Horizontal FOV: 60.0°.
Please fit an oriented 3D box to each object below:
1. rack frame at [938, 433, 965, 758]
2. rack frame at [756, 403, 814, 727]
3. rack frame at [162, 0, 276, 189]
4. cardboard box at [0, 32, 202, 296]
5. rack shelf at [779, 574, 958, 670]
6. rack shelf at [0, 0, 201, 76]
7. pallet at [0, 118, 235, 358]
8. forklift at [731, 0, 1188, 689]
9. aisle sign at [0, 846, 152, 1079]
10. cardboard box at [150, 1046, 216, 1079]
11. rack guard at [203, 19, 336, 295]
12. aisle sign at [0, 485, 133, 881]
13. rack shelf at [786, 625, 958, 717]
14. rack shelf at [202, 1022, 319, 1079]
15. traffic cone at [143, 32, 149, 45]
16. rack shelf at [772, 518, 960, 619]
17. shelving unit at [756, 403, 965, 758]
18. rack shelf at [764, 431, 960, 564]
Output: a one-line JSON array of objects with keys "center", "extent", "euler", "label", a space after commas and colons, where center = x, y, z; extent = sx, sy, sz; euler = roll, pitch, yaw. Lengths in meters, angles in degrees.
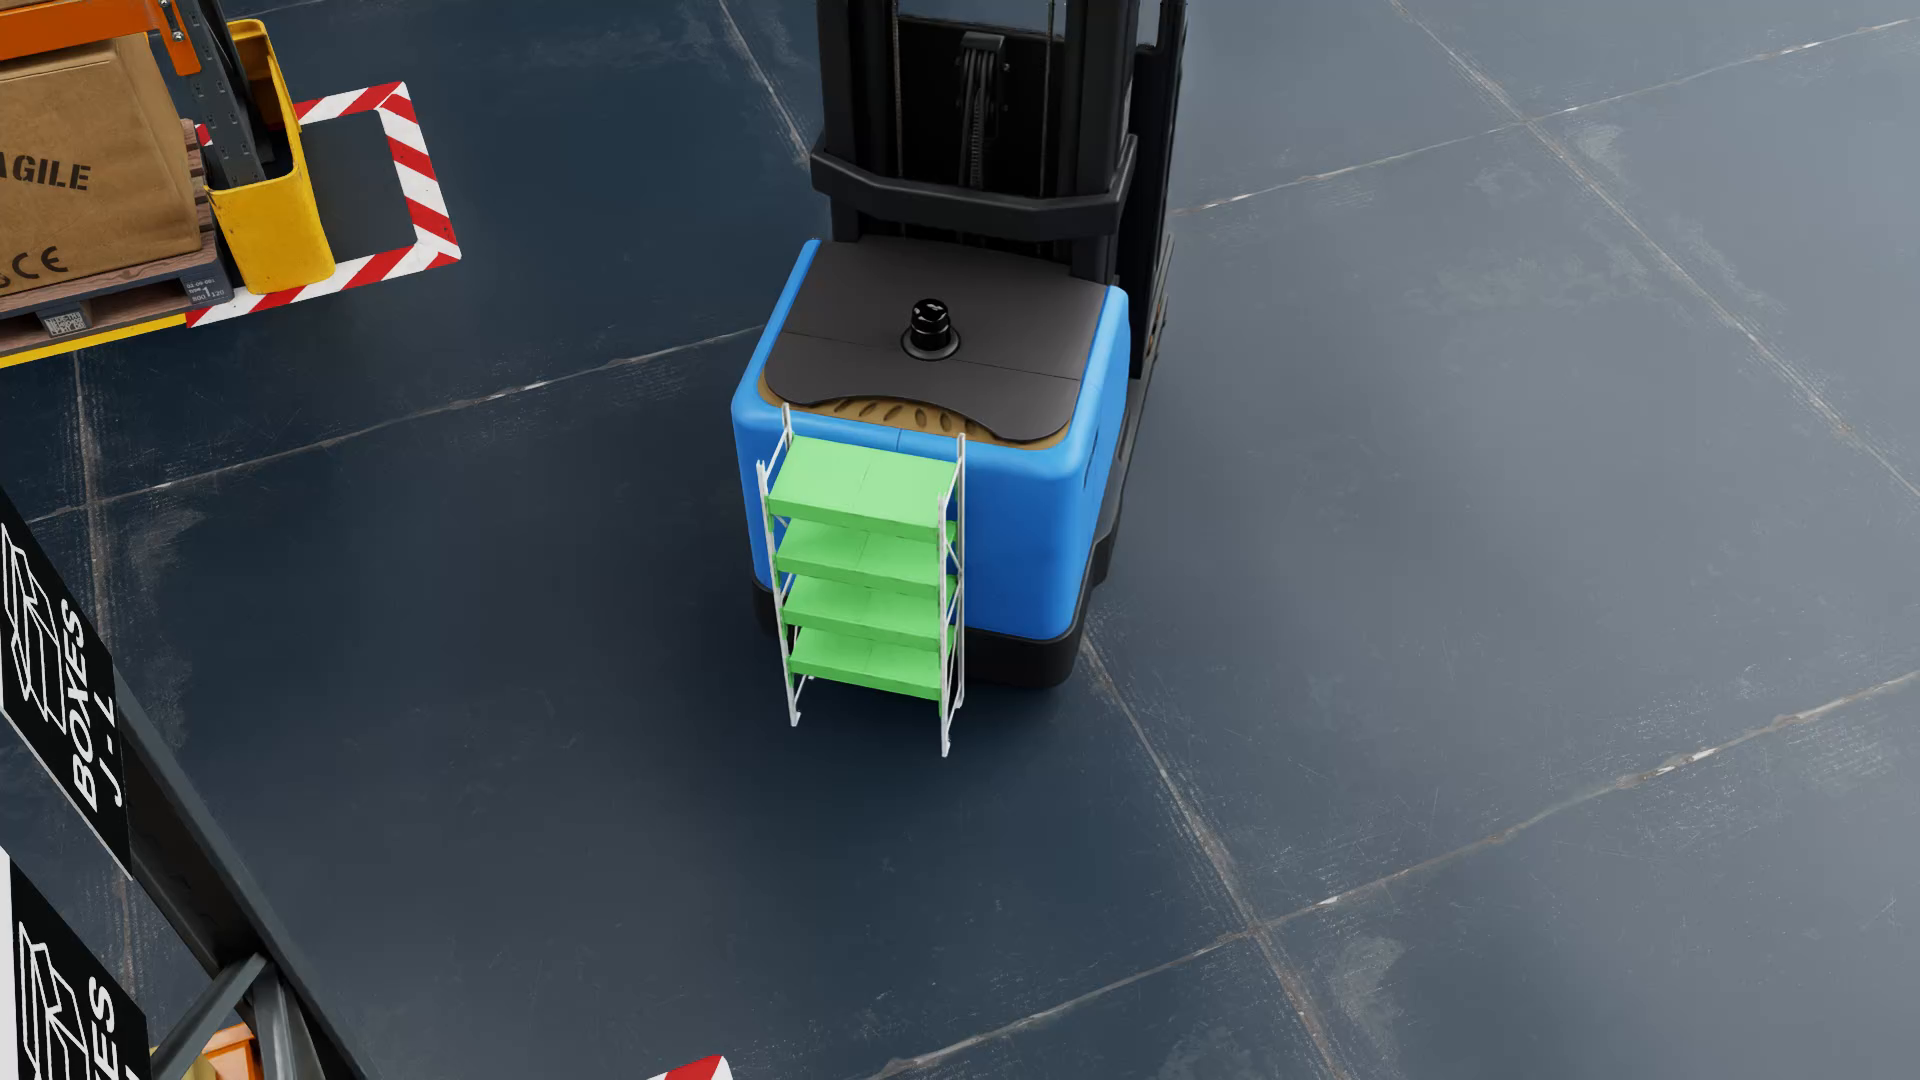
[{"center": [-0.022, 0.196, 4.791], "extent": [0.015, 1.200, 0.240], "euler": [10, 50, 9], "label": "rack frame"}, {"center": [-0.496, 0.110, 4.865], "extent": [0.015, 1.200, 0.240], "euler": [10, 50, 9], "label": "rack frame"}, {"center": [-2.892, -2.383, 5.819], "extent": [0.127, 3.000, 1.000], "euler": [-17, 52, -14], "label": "rack frame"}, {"center": [-3.495, -1.587, 6.259], "extent": [0.875, 0.875, 0.875], "euler": [-17, 51, -14], "label": "cardboard box"}, {"center": [-0.259, 0.195, 4.876], "extent": [0.480, 0.148, 0.258], "euler": [10, 50, 9], "label": "rack shelf"}, {"center": [-4.744, -1.575, 5.599], "extent": [4.000, 0.370, 1.077], "euler": [-17, 52, -14], "label": "rack shelf"}, {"center": [-3.603, -1.190, 6.633], "extent": [1.213, 0.211, 1.003], "euler": [-17, 52, -14], "label": "pallet"}, {"center": [0.176, -1.629, 5.217], "extent": [1.130, 2.935, 3.031], "euler": [10, 50, 9], "label": "forklift"}, {"center": [-0.940, 0.476, 1.651], "extent": [0.004, 0.787, 0.394], "euler": [-17, 52, -14], "label": "aisle sign"}, {"center": [-1.464, 1.126, 2.972], "extent": [0.250, 0.149, 0.380], "euler": [-17, 52, -14], "label": "cardboard box"}, {"center": [-2.870, -1.575, 6.773], "extent": [0.348, 0.500, 1.175], "euler": [-17, 52, -14], "label": "rack guard"}, {"center": [-1.166, 0.054, 2.013], "extent": [0.004, 0.787, 0.394], "euler": [-17, 52, -14], "label": "aisle sign"}, {"center": [-0.259, 0.351, 5.058], "extent": [0.480, 0.148, 0.258], "euler": [10, 50, 9], "label": "rack shelf"}, {"center": [-2.962, 1.938, 2.583], "extent": [4.000, 0.370, 1.077], "euler": [-17, 52, -14], "label": "rack shelf"}, {"center": [-3.921, -2.401, 7.507], "extent": [0.334, 0.463, 0.336], "euler": [-17, 52, -14], "label": "traffic cone"}, {"center": [-0.259, 0.038, 4.694], "extent": [0.480, 0.148, 0.258], "euler": [10, 50, 9], "label": "rack shelf"}, {"center": [-0.259, 0.153, 4.828], "extent": [0.503, 1.200, 0.258], "euler": [10, 50, 9], "label": "shelving unit"}, {"center": [-0.259, -0.118, 4.512], "extent": [0.480, 0.148, 0.258], "euler": [10, 50, 9], "label": "rack shelf"}]
